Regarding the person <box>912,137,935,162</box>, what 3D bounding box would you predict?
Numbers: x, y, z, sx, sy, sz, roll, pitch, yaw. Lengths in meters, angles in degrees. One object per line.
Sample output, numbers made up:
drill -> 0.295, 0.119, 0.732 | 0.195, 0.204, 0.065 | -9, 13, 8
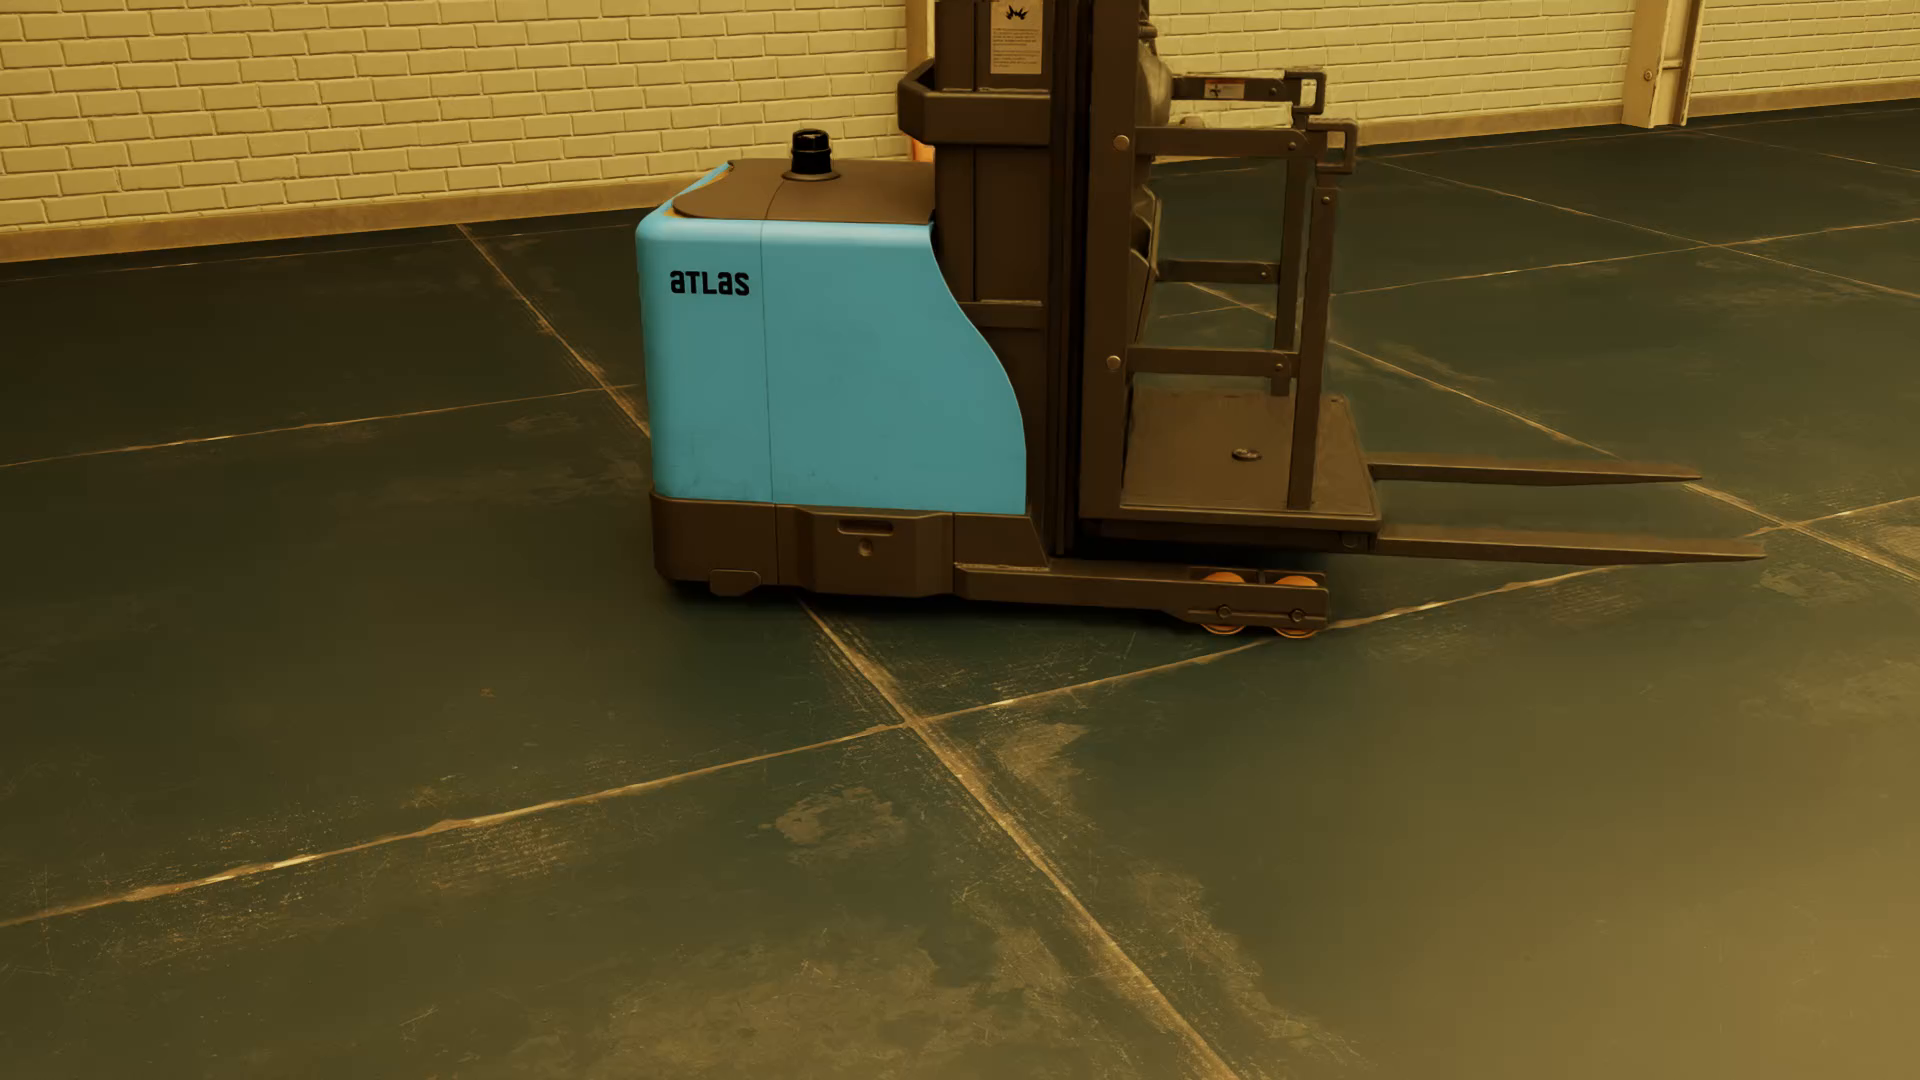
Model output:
person -> 0.106, -1.391, 6.633 | 0.668, 1.438, 0.715 | -1, 23, -4

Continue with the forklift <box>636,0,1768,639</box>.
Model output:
forklift -> 0.689, -1.305, 4.426 | 3.031, 2.935, 1.130 | 3, 23, 7
